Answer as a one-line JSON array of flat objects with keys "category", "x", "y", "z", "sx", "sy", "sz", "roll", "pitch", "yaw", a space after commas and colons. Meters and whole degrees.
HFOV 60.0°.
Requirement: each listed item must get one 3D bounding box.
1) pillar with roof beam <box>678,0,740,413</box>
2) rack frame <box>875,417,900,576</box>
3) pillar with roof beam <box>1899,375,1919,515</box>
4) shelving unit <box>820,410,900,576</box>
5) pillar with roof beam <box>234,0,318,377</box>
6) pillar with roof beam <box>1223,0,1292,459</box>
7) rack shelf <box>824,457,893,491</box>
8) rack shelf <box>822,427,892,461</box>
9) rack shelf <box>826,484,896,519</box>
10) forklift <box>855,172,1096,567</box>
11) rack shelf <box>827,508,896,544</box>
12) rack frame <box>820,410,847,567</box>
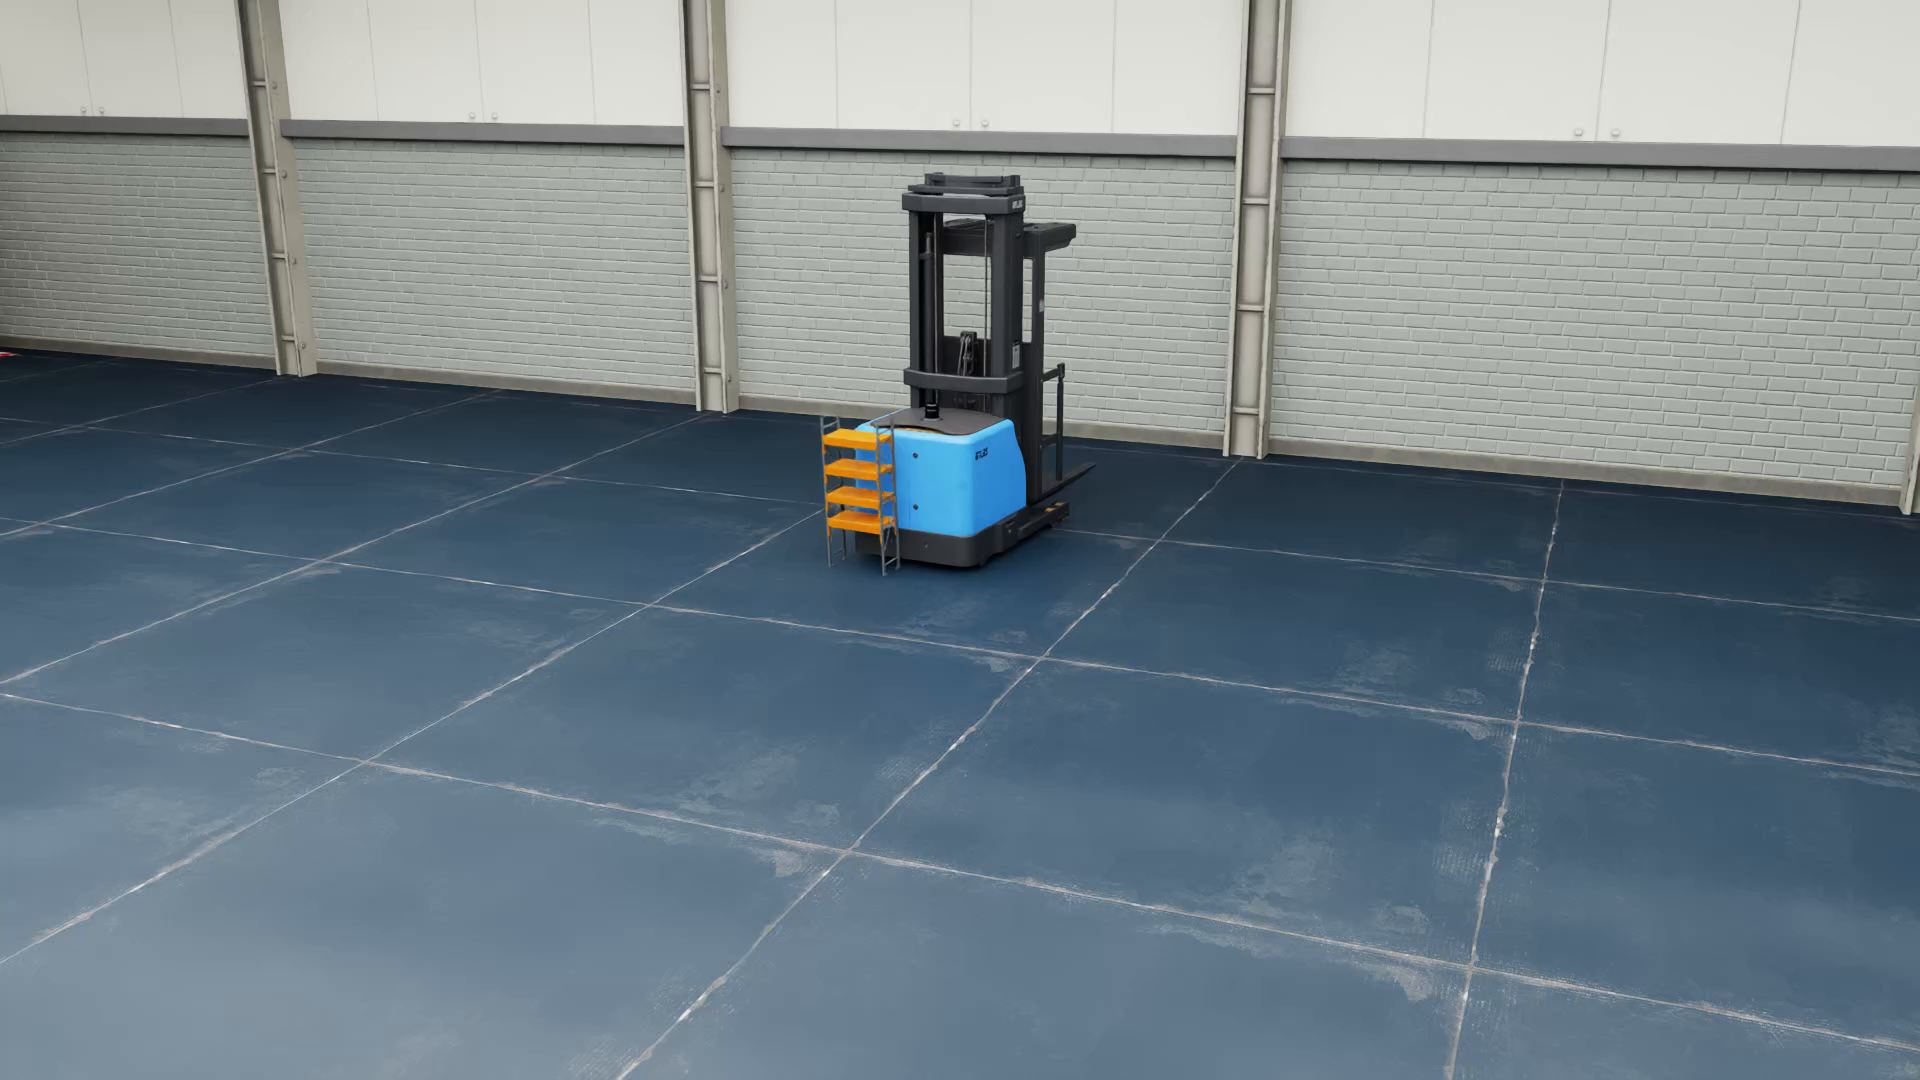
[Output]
[{"category": "pillar with roof beam", "x": -4.304, "y": -4.679, "z": 13.649, "sx": 0.400, "sy": 9.000, "sz": 9.100, "roll": 6, "pitch": 17, "yaw": 21}, {"category": "rack frame", "x": -0.546, "y": -0.327, "z": 12.620, "sx": 0.015, "sy": 1.200, "sz": 0.240, "roll": 9, "pitch": 22, "yaw": 27}, {"category": "pillar with roof beam", "x": 6.859, "y": -3.451, "z": 9.420, "sx": 0.400, "sy": 9.000, "sz": 9.100, "roll": 6, "pitch": 17, "yaw": 21}, {"category": "shelving unit", "x": -0.760, "y": -0.359, "z": 12.732, "sx": 0.503, "sy": 1.200, "sz": 0.258, "roll": 9, "pitch": 22, "yaw": 27}, {"category": "pillar with roof beam", "x": -9.886, "y": -5.292, "z": 15.763, "sx": 0.400, "sy": 9.000, "sz": 9.100, "roll": 6, "pitch": 17, "yaw": 21}, {"category": "pillar with roof beam", "x": 1.278, "y": -4.065, "z": 11.534, "sx": 0.400, "sy": 9.000, "sz": 9.100, "roll": 6, "pitch": 17, "yaw": 21}, {"category": "rack shelf", "x": -0.765, "y": -0.507, "z": 12.680, "sx": 0.480, "sy": 0.148, "sz": 0.258, "roll": 9, "pitch": 22, "yaw": 27}, {"category": "rack shelf", "x": -0.772, "y": -0.730, "z": 12.603, "sx": 0.480, "sy": 0.148, "sz": 0.258, "roll": 9, "pitch": 22, "yaw": 27}, {"category": "rack shelf", "x": -0.758, "y": -0.296, "z": 12.754, "sx": 0.480, "sy": 0.148, "sz": 0.258, "roll": 9, "pitch": 22, "yaw": 27}, {"category": "forklift", "x": 0.281, "y": -1.565, "z": 13.806, "sx": 1.130, "sy": 2.935, "sz": 3.031, "roll": 8, "pitch": 18, "yaw": 25}, {"category": "rack shelf", "x": -0.753, "y": -0.108, "z": 12.819, "sx": 0.480, "sy": 0.148, "sz": 0.258, "roll": 9, "pitch": 22, "yaw": 27}, {"category": "rack frame", "x": -0.975, "y": -0.392, "z": 12.844, "sx": 0.015, "sy": 1.200, "sz": 0.240, "roll": 9, "pitch": 22, "yaw": 27}]
